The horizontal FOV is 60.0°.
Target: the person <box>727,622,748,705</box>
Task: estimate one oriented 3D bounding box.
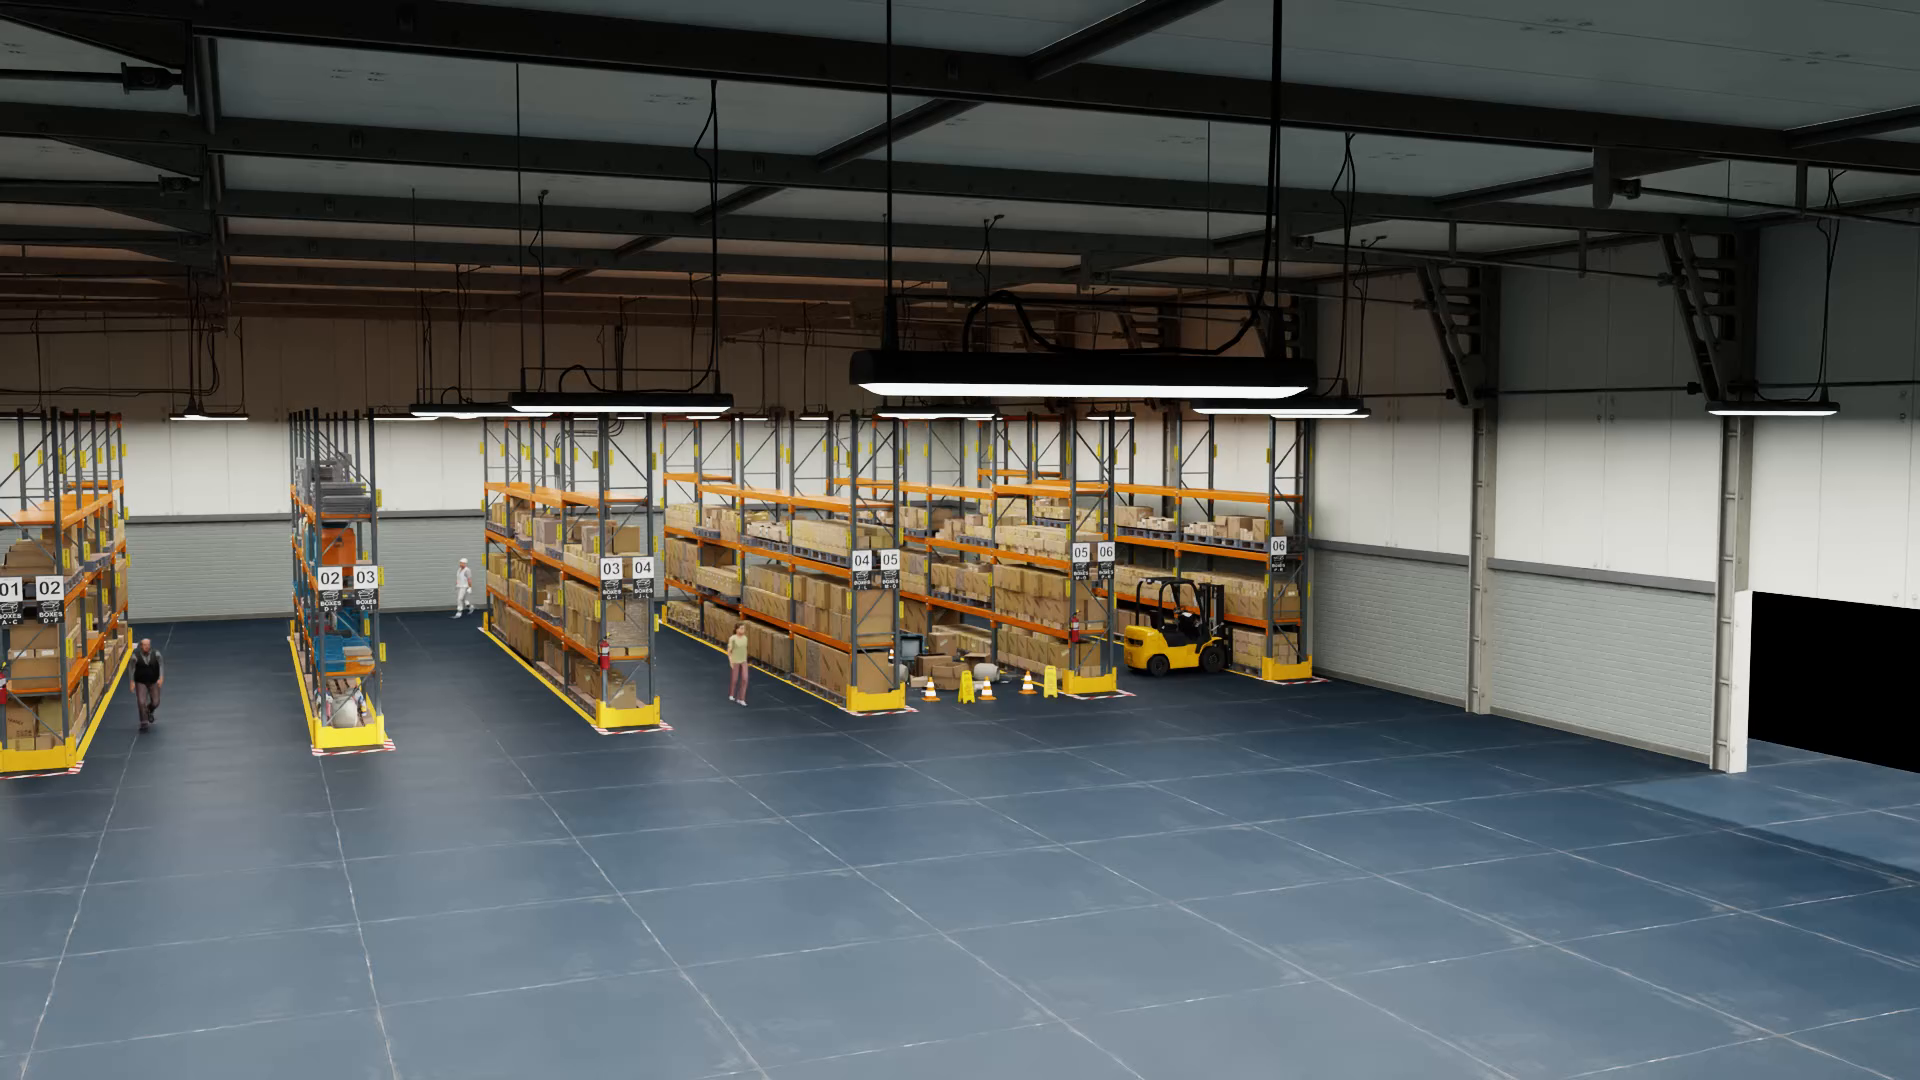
[{"bbox_3d":[-4.533,2.535,34.076,0.524,1.690,0.687,-3,5,-37],"label":"person"}]

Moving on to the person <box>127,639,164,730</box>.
[{"bbox_3d":[-15.326,2.689,31.297,0.624,1.704,0.638,-3,5,-34],"label":"person"}]

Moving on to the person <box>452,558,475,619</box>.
[{"bbox_3d":[-14.626,1.408,49.015,0.607,1.772,0.875,3,5,36],"label":"person"}]
